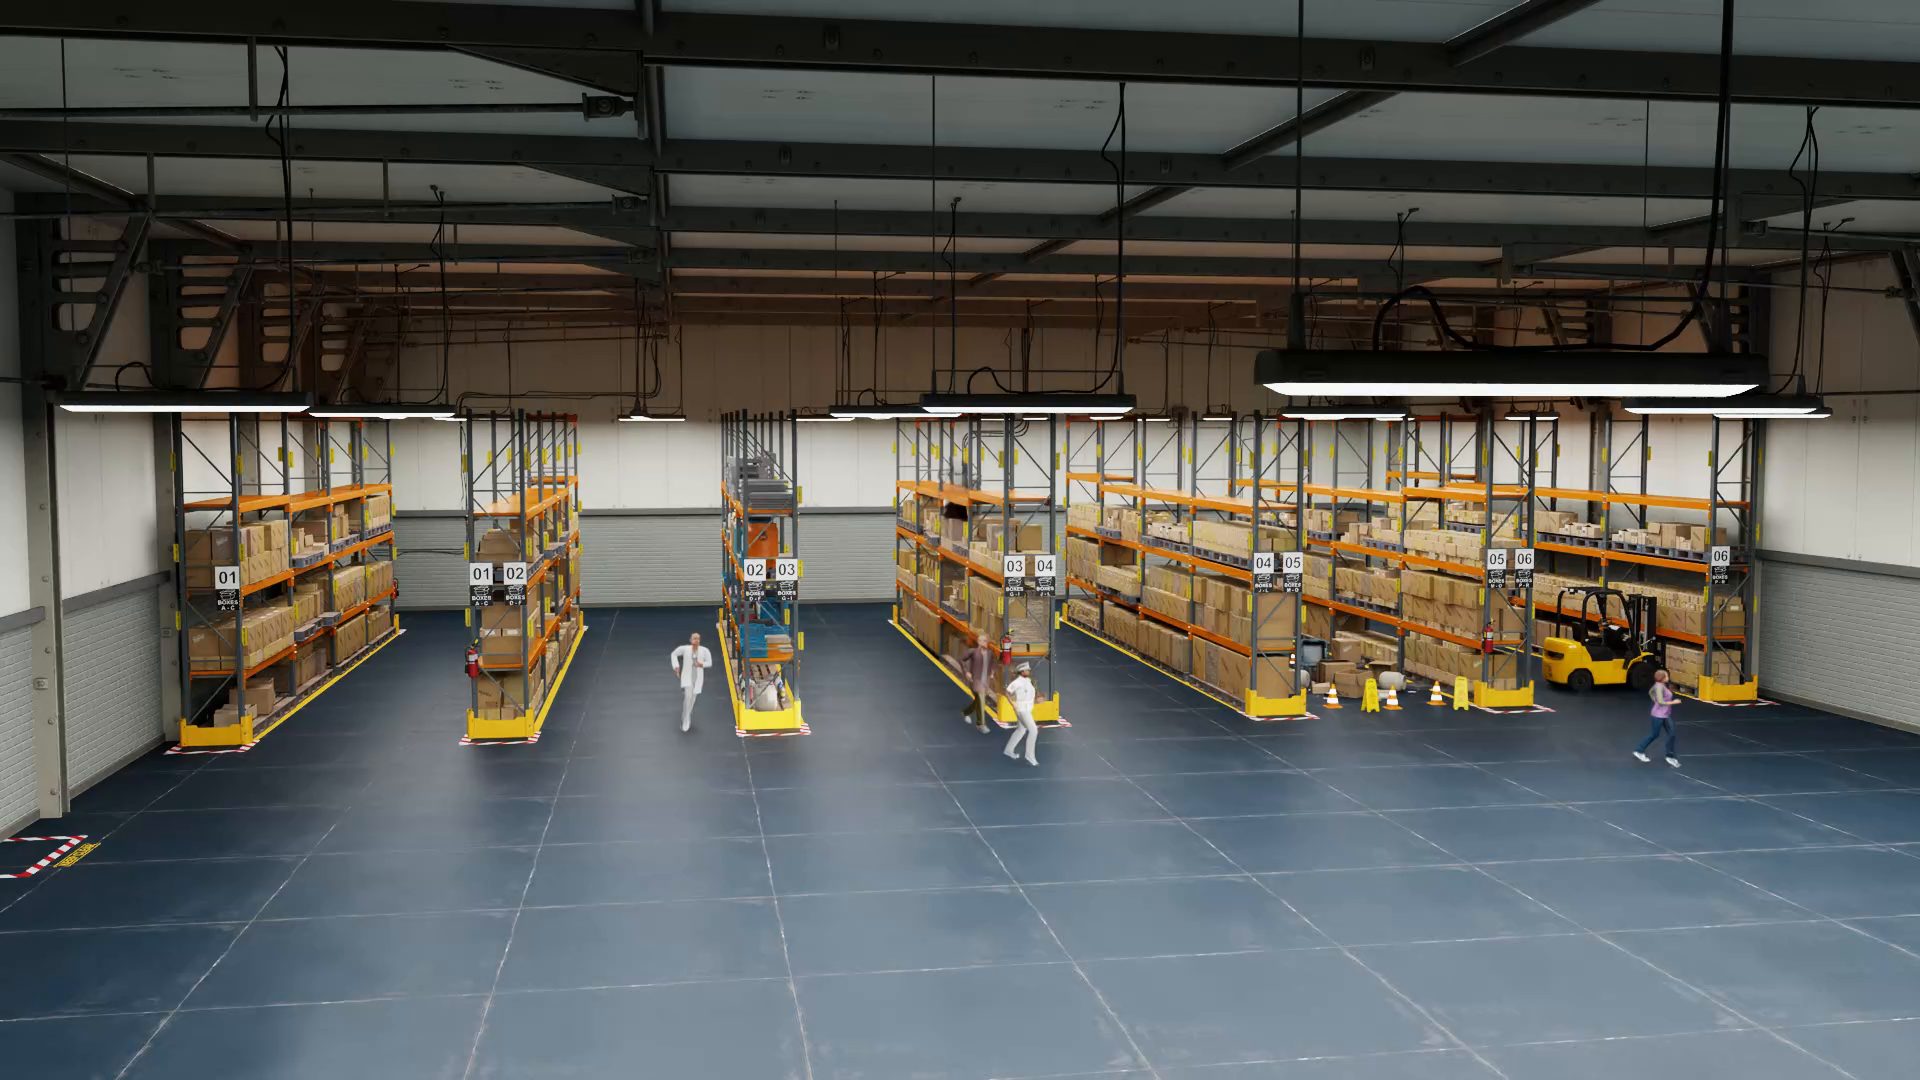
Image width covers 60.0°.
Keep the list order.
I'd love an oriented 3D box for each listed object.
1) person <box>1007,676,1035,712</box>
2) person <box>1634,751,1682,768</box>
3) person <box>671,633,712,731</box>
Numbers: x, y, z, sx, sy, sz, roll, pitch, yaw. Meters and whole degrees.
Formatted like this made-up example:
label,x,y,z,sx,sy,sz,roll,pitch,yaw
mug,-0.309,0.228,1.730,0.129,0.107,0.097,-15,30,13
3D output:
label,x,y,z,sx,sy,sz,roll,pitch,yaw
person,1.048,2.581,28.058,0.424,0.579,0.512,1,4,20
person,11.689,3.649,27.861,0.740,0.276,0.202,3,5,38
person,-5.064,2.658,31.464,0.699,1.812,0.818,-2,4,-26
